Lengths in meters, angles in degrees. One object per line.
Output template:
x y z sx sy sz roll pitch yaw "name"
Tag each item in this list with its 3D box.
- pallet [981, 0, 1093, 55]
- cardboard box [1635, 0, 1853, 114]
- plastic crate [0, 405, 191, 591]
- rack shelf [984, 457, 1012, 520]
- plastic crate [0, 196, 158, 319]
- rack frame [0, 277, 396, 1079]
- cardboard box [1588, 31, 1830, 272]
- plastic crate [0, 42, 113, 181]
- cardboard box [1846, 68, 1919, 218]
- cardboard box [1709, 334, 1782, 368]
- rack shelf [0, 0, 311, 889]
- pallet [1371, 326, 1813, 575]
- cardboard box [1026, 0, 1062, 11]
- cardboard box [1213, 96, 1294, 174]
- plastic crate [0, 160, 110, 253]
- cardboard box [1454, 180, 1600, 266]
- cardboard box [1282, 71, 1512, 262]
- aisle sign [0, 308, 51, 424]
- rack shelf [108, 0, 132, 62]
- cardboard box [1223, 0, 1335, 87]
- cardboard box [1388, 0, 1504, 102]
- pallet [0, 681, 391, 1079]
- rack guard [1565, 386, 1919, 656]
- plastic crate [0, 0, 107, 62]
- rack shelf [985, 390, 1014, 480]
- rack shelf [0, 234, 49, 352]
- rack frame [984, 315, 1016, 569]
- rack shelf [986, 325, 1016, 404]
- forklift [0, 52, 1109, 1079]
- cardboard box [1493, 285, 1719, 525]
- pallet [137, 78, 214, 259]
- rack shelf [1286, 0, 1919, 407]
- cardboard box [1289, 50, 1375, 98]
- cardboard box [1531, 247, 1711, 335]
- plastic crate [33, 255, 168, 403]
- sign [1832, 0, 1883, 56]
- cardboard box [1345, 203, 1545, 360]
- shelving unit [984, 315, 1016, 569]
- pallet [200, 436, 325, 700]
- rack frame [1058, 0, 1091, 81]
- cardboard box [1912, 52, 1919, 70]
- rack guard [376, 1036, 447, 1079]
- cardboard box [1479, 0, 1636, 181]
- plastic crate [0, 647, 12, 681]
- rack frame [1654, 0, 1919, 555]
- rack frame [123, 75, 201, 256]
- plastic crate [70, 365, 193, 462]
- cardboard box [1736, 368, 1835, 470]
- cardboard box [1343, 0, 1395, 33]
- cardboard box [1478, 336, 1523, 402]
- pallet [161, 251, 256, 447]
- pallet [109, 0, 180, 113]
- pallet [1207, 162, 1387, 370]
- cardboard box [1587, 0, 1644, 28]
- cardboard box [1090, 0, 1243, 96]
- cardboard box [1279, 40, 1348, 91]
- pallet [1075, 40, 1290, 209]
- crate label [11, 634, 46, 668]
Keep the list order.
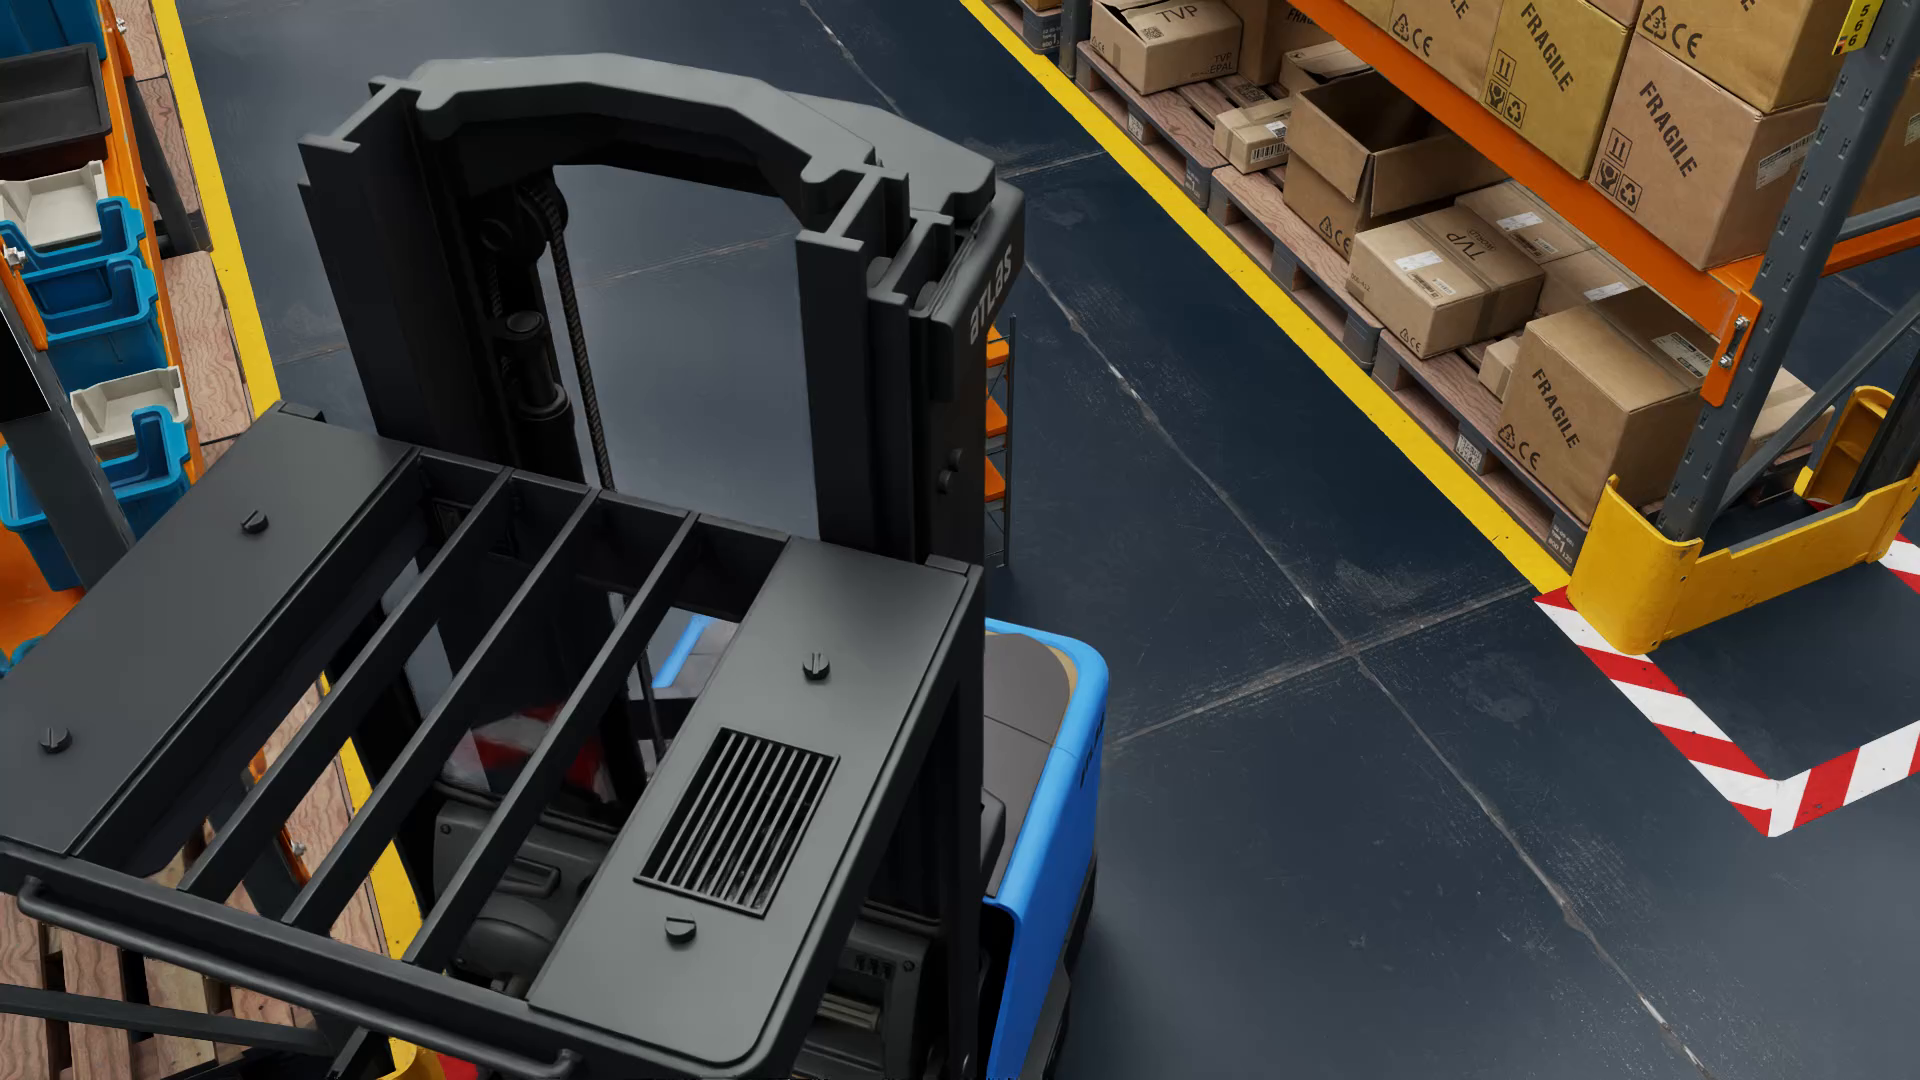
0.580 -2.976 8.616 1.003 0.211 1.213 -18 47 -17 "pallet"
2.201 -1.506 4.358 0.500 0.500 0.500 -18 48 -18 "cardboard box"
-1.940 -0.088 3.780 0.416 0.233 0.300 -18 47 -17 "plastic crate"
0.022 -0.134 5.549 0.215 0.259 0.240 -18 47 -17 "rack shelf"
-2.343 -0.699 4.399 0.416 0.233 0.300 -18 47 -17 "plastic crate"
-1.861 0.549 3.058 0.949 2.616 0.053 -18 47 -17 "rack frame"
2.203 -1.153 4.712 0.500 0.500 0.500 -17 47 -16 "cardboard box"
-2.825 -1.291 5.075 0.437 0.125 0.590 -18 47 -17 "plastic crate"
2.691 -1.309 4.870 0.500 0.500 0.500 -17 47 -17 "cardboard box"
2.668 -0.588 5.915 0.380 0.166 0.250 -18 47 -17 "cardboard box"
-2.699 -0.471 4.603 1.077 0.370 4.000 -18 47 -17 "rack shelf"
2.270 -0.476 6.082 1.003 0.211 1.213 -18 47 -17 "pallet"
0.488 -2.958 8.079 0.500 0.500 0.500 -18 47 -18 "cardboard box"
1.309 -1.730 7.072 0.380 0.166 0.250 -18 47 -17 "cardboard box"
-2.535 -0.908 4.679 0.293 0.136 0.466 -18 47 -17 "plastic crate"
2.246 -1.158 6.432 0.500 0.250 0.500 -18 47 -17 "cardboard box"
1.751 -1.534 6.633 0.797 0.503 0.637 -18 47 -17 "cardboard box"
-1.558 -0.419 2.188 0.394 0.787 0.004 -18 47 -17 "aisle sign"
-4.381 -3.020 7.187 1.077 0.370 4.000 -18 47 -17 "rack shelf"
1.453 -2.449 7.563 0.500 0.500 0.500 -18 47 -17 "cardboard box"
1.776 -1.802 5.370 0.500 0.500 0.500 -18 47 -17 "cardboard box"
-2.169 1.004 4.583 1.003 0.211 1.213 -18 47 -17 "pallet"
2.606 -0.071 5.466 1.175 0.500 0.348 -18 47 -17 "rack guard"
-3.034 -1.820 5.428 0.392 0.384 0.575 -18 47 -17 "plastic crate"
0.022 -0.332 5.354 0.215 0.259 0.240 -18 47 -17 "rack shelf"
-2.699 -1.538 3.550 1.077 0.370 4.000 -18 47 -17 "rack shelf"
0.074 -0.262 5.268 0.200 1.050 0.008 -18 47 -17 "rack frame"
0.022 -0.534 5.155 0.215 0.259 0.240 -18 47 -17 "rack shelf"
-0.577 0.850 2.802 1.130 2.935 3.031 13 46 13 "forklift"
2.186 -0.453 5.540 0.500 0.500 0.500 -18 47 -17 "cardboard box"
-3.826 -1.513 7.133 1.003 0.211 1.213 -18 47 -17 "pallet"
1.797 -1.931 6.084 1.077 0.370 4.000 -18 47 -17 "rack shelf"
1.768 -1.904 7.145 0.500 0.311 0.500 -18 47 -17 "cardboard box"
2.456 -0.839 6.109 0.500 0.250 0.500 -18 47 -17 "cardboard box"
-2.217 -0.507 4.205 0.416 0.233 0.300 -18 47 -17 "plastic crate"
2.126 -1.286 3.868 0.100 0.325 0.005 -18 47 -17 "sign"
1.814 -0.978 6.250 0.500 0.250 0.500 -18 47 -17 "cardboard box"
0.022 -0.340 5.347 0.215 1.050 0.252 -18 47 -17 "shelving unit"
-2.679 0.227 5.369 1.003 0.211 1.213 -18 47 -17 "pallet"
0.956 -3.462 7.123 1.000 3.000 0.127 -18 47 -17 "rack frame"
2.691 -1.665 4.518 0.500 0.500 0.500 -17 47 -16 "cardboard box"
-1.836 1.449 3.925 1.175 0.500 0.348 -18 47 -17 "rack guard"
1.981 -1.483 5.046 0.500 0.500 0.500 -18 47 -17 "cardboard box"
-2.168 0.356 3.186 0.616 0.435 0.499 -18 47 -17 "plastic crate"
2.638 -0.913 4.539 1.000 3.000 0.127 -18 47 -17 "rack frame"
-3.540 -2.001 5.642 1.000 3.000 0.127 -18 47 -17 "rack frame"
-2.008 -0.295 4.059 0.250 0.136 0.298 -18 47 -17 "plastic crate"
2.774 -0.423 5.759 0.380 0.149 0.250 -18 47 -17 "cardboard box"
1.565 -2.123 5.695 0.500 0.500 0.500 -19 48 -18 "cardboard box"
2.097 -0.619 5.946 0.380 0.166 0.250 -18 47 -17 "cardboard box"
-3.195 -0.551 6.159 1.003 0.211 1.213 -18 47 -17 "pallet"
-4.343 -2.291 7.922 1.003 0.211 1.213 -18 47 -17 "pallet"
1.761 -1.252 6.869 1.003 0.211 1.213 -18 47 -17 "pallet"
1.988 -1.828 4.684 0.500 0.500 0.500 -17 47 -16 "cardboard box"
0.936 -2.330 7.577 0.500 0.311 0.500 -18 47 -17 "cardboard box"
1.665 -2.103 7.462 0.380 0.149 0.250 -18 47 -17 "cardboard box"
1.244 -2.031 7.658 1.003 0.211 1.213 -18 47 -17 "pallet"
-1.663 0.332 3.355 0.416 0.233 0.303 -18 47 -17 "crate label"
